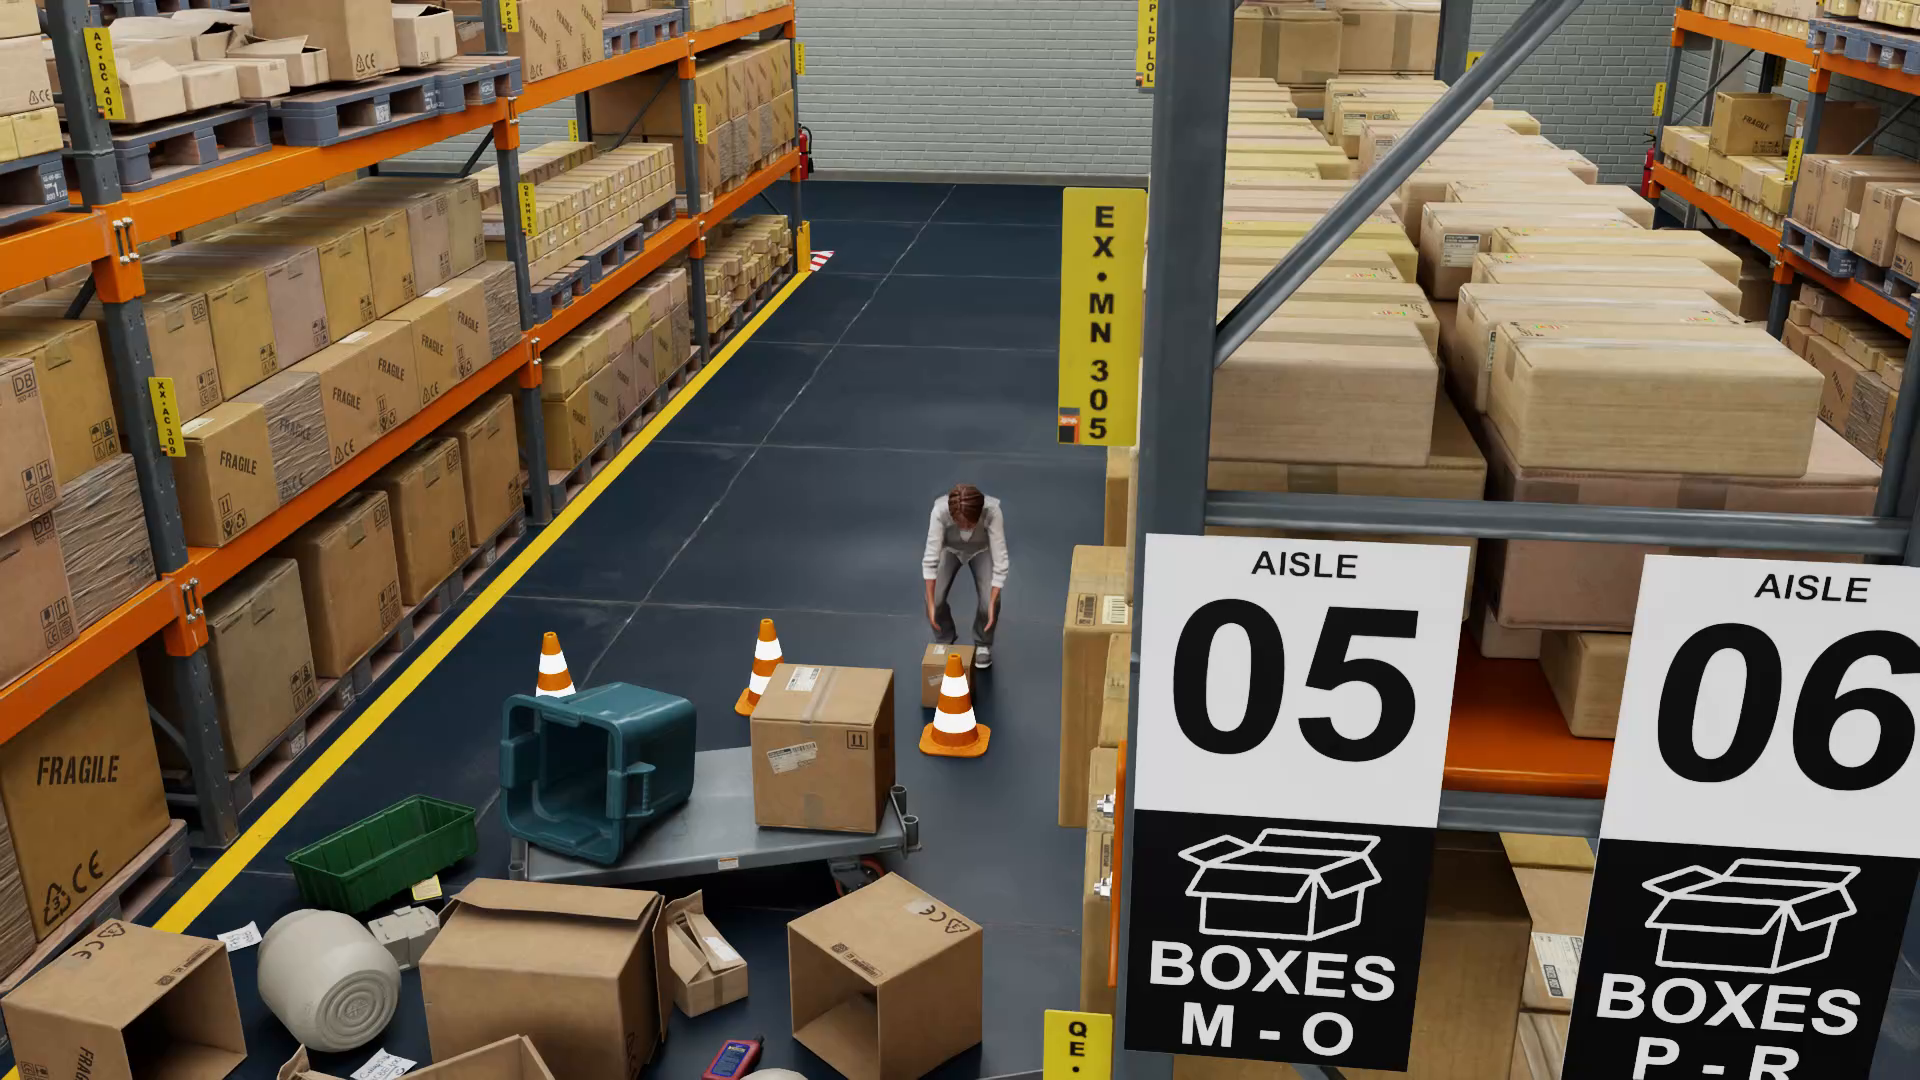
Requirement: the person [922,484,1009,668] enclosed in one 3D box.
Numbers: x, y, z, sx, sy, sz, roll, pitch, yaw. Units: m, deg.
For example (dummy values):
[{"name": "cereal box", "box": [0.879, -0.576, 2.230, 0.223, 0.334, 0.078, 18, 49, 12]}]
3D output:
[{"name": "person", "box": [0.045, 0.162, 8.854, 0.462, 1.113, 0.736, 3, 22, 6]}]
